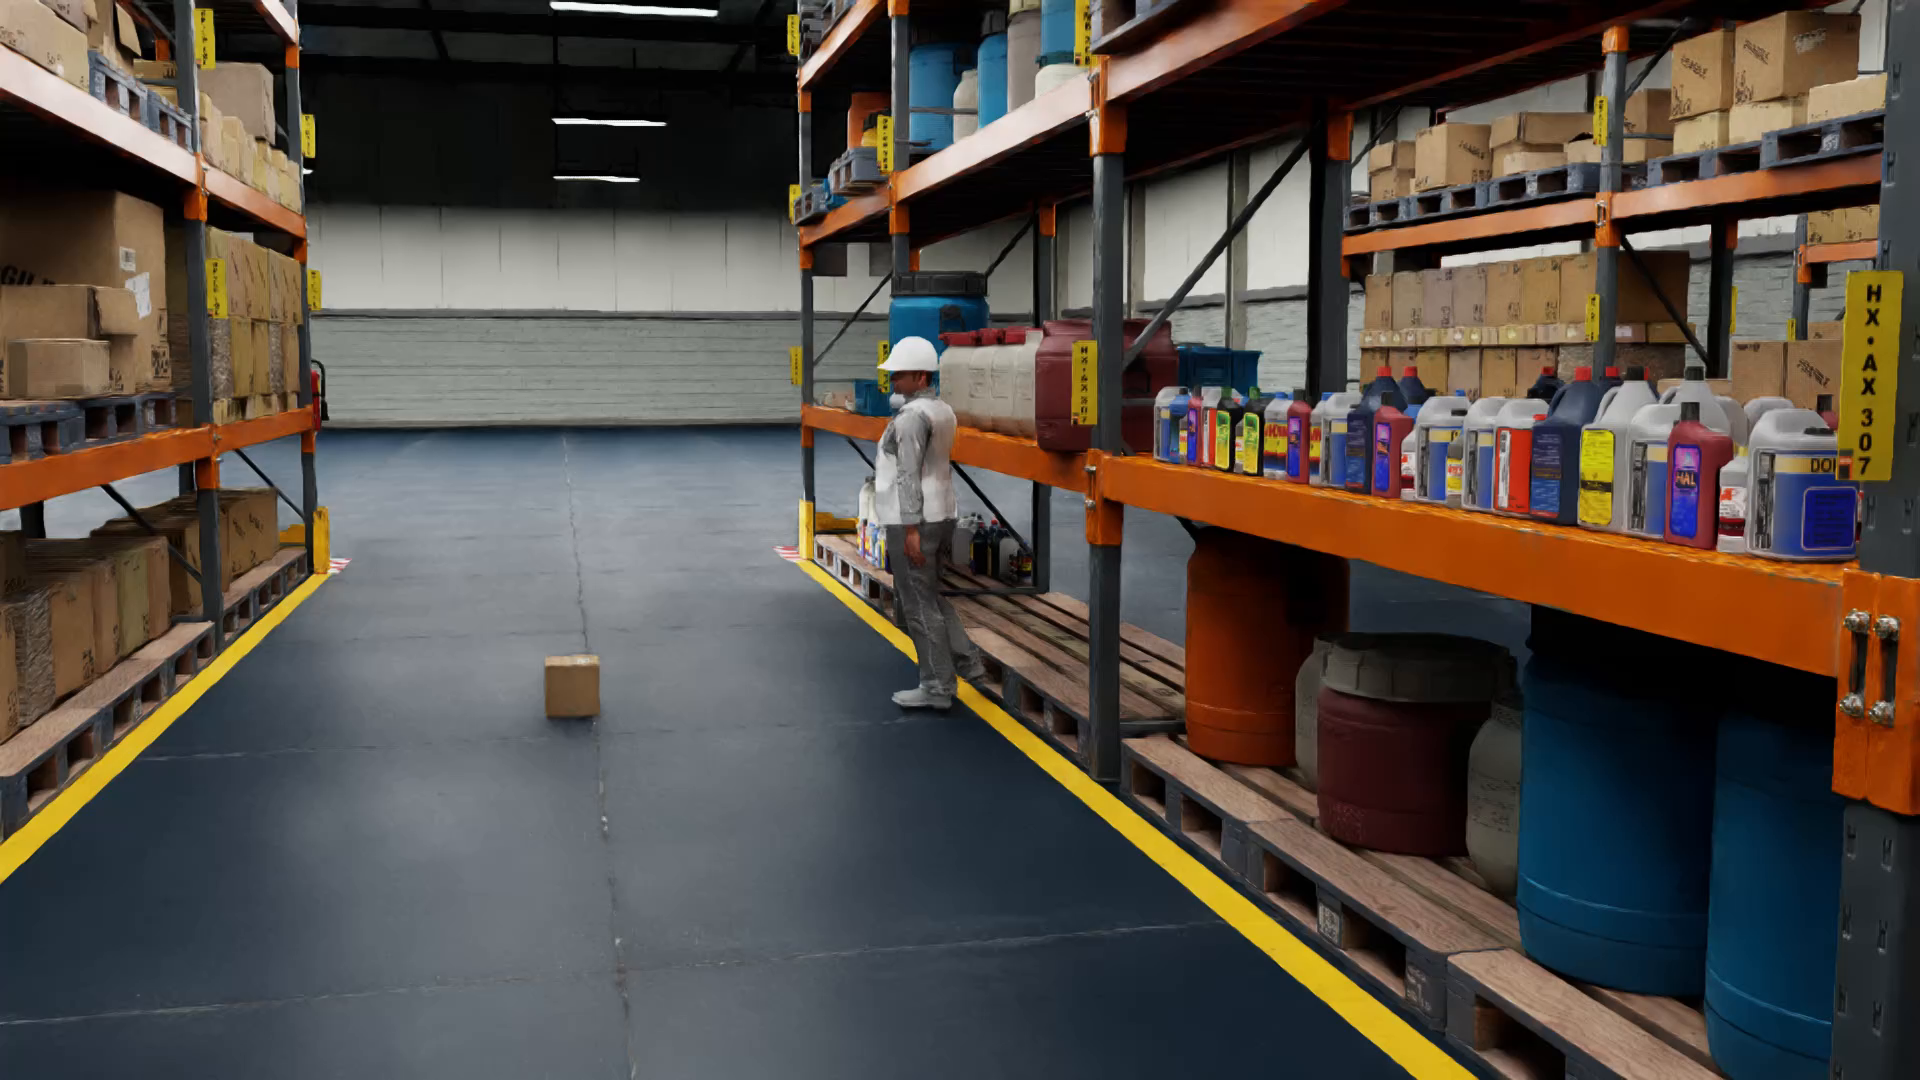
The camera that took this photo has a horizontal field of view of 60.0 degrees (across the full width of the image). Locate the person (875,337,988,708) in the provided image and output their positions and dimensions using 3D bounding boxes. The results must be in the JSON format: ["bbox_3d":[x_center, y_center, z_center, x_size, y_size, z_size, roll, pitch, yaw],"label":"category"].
[{"bbox_3d":[-0.137,-0.088,7.987,0.460,1.764,0.704,2,6,21],"label":"person"}]
